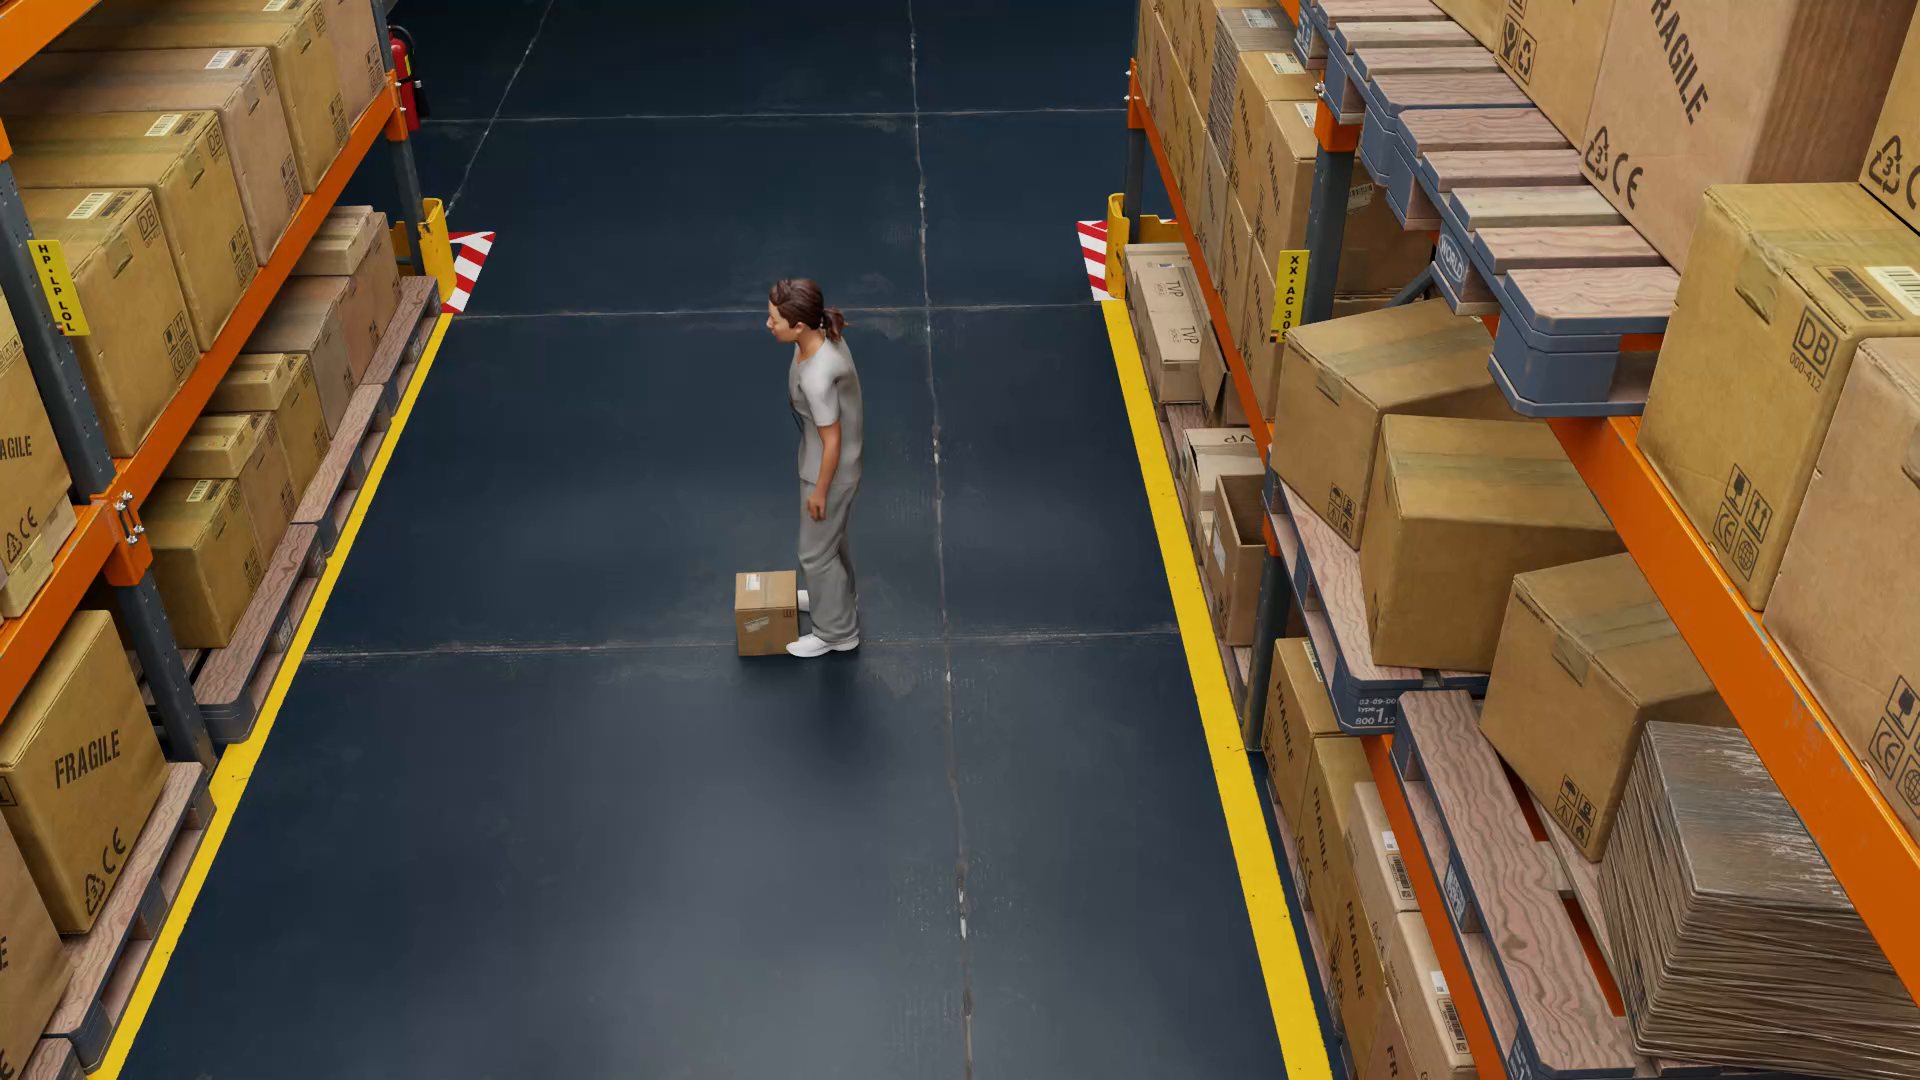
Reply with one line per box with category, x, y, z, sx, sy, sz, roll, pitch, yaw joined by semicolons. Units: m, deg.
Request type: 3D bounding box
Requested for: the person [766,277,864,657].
person;-0.555;-0.288;6.553;0.365;1.671;0.504;-3;36;-5
